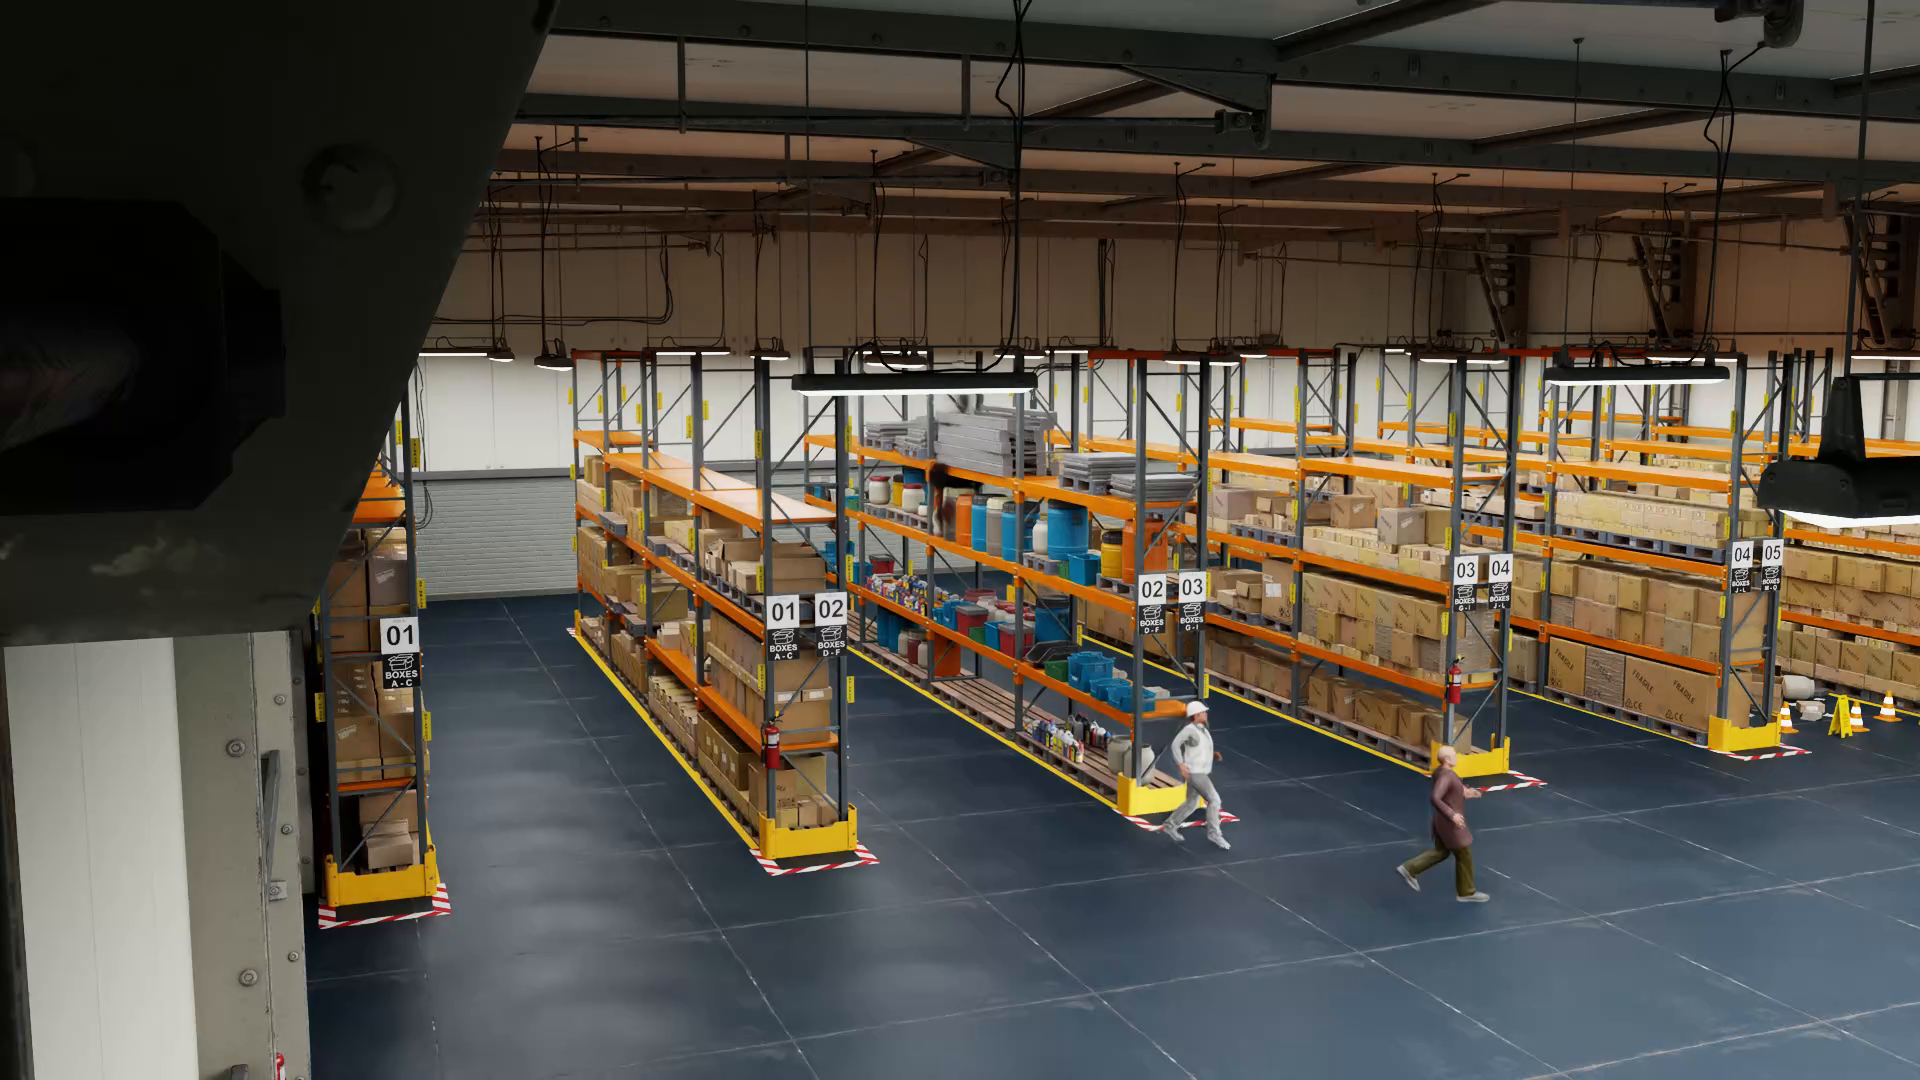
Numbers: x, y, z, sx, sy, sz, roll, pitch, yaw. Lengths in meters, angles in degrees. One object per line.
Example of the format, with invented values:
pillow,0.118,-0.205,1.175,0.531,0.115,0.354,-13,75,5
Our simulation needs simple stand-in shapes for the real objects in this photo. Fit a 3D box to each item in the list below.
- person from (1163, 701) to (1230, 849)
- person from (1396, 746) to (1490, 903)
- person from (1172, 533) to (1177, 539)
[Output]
person,2.981,2.888,20.677,0.855,1.766,0.645,2,8,19
person,5.402,3.153,18.490,1.021,1.754,0.715,0,7,4
person,4.957,0.677,39.006,0.593,1.709,0.792,-2,8,-19
